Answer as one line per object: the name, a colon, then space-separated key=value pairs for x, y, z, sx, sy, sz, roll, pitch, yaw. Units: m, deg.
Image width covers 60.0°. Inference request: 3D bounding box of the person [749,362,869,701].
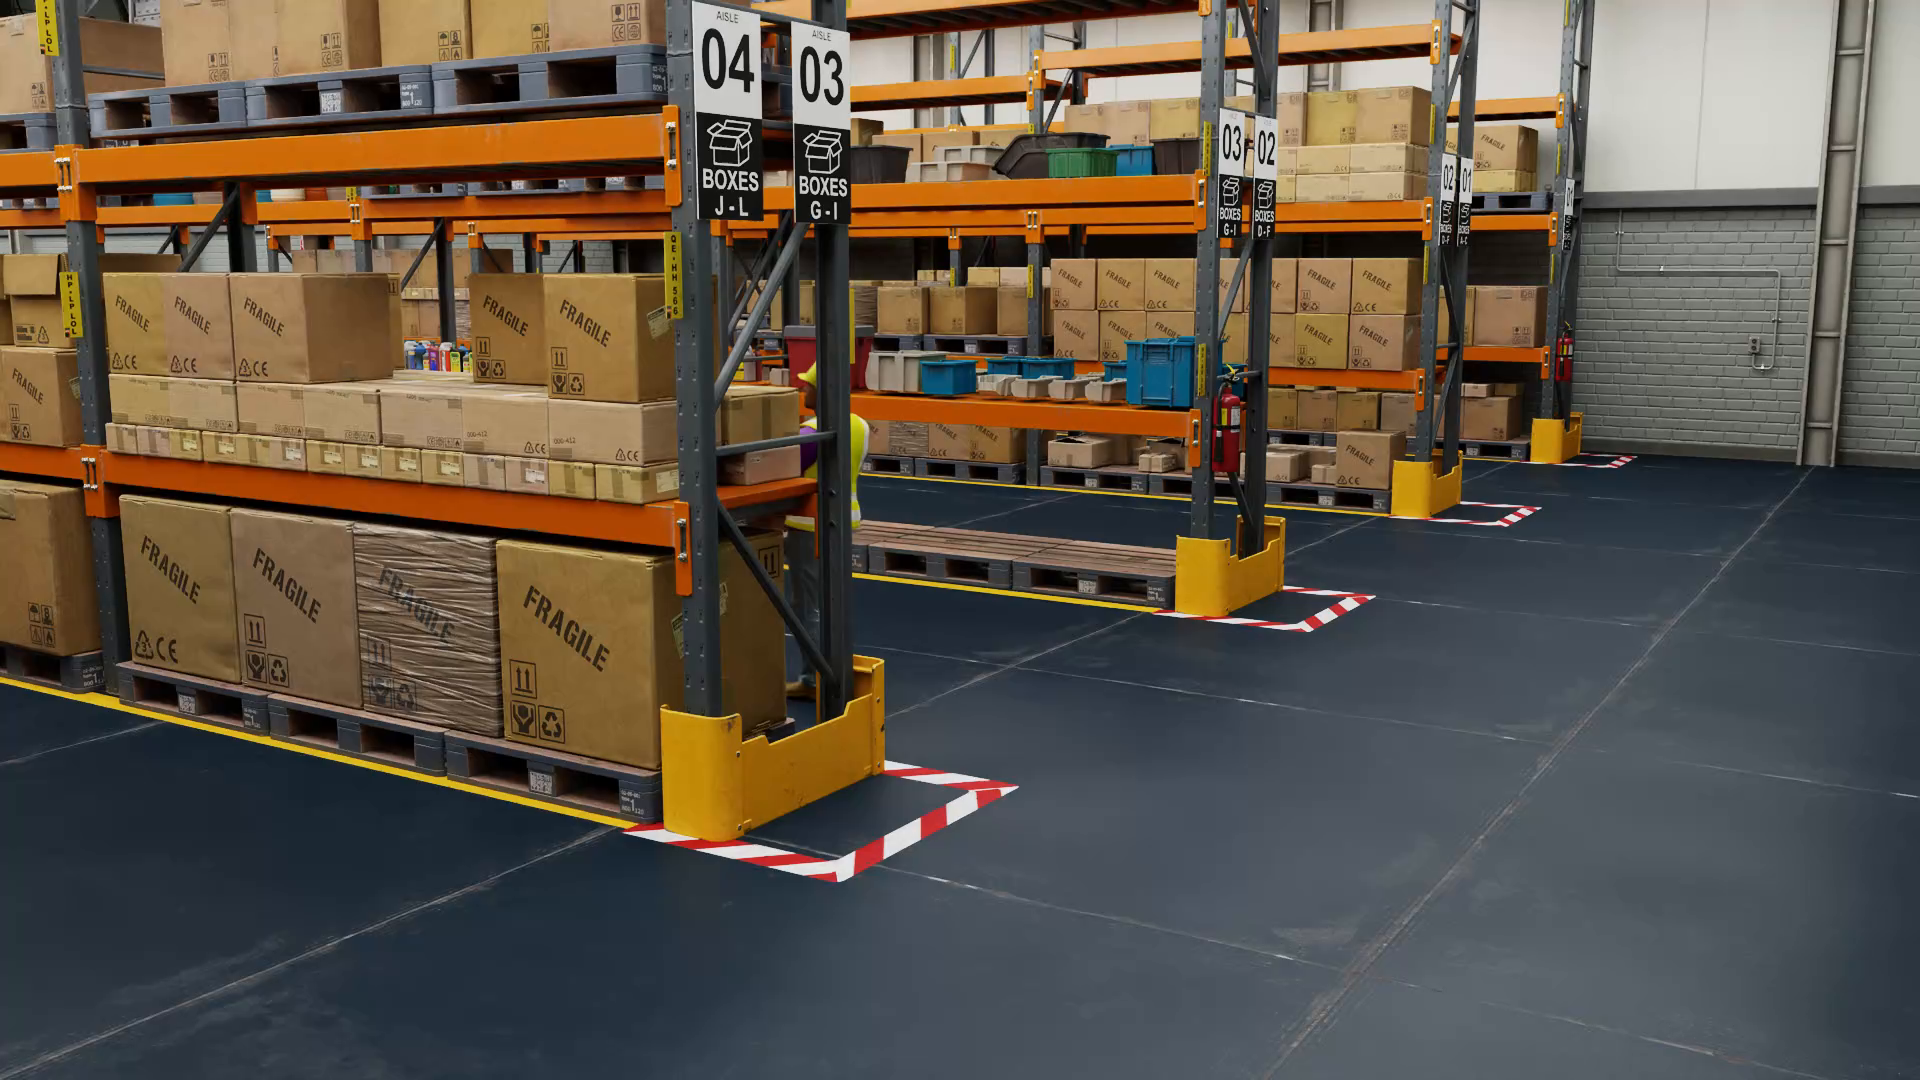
person: x=-0.795 y=-0.064 z=8.685 sx=0.566 sy=1.771 sz=0.520 roll=6 pitch=11 yaw=31
